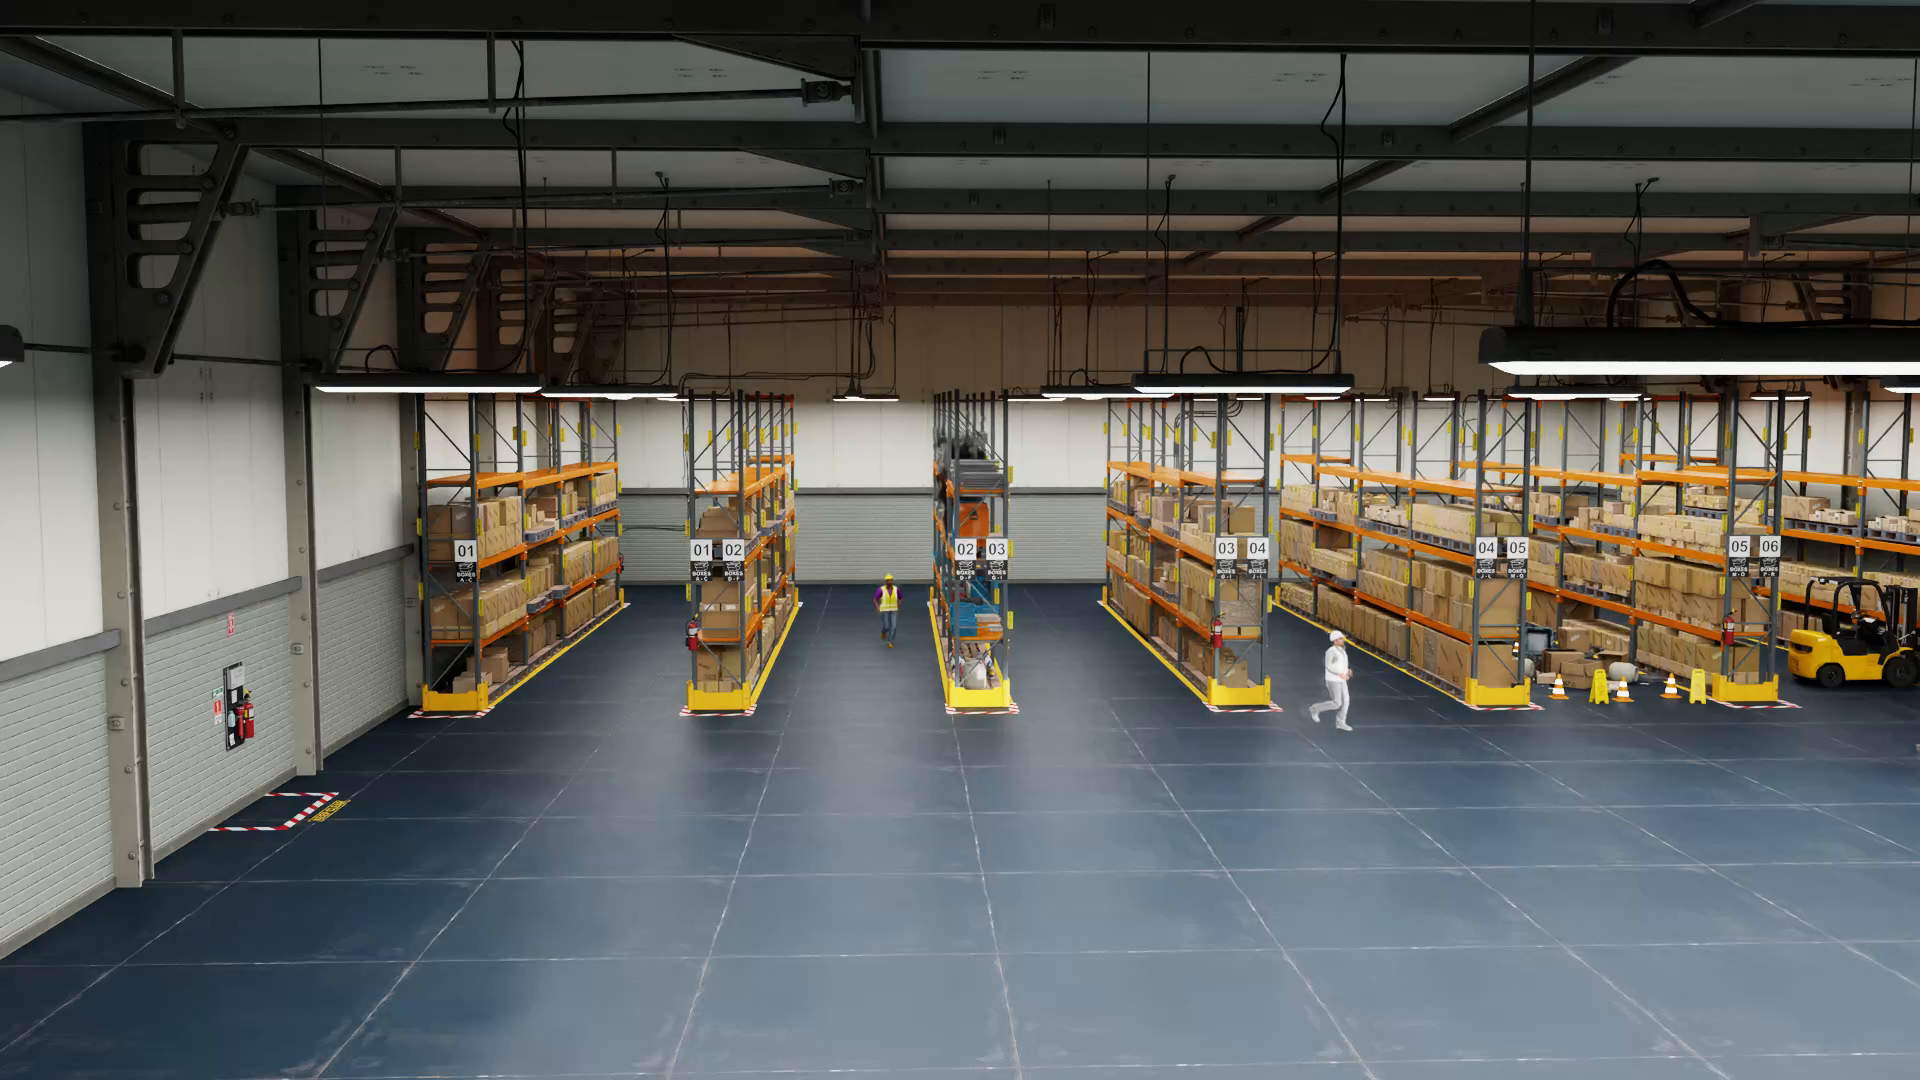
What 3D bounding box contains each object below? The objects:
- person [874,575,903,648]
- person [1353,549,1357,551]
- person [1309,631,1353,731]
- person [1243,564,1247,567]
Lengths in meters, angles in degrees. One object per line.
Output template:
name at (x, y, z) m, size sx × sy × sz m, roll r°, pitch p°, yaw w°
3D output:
person at (-1.670, 1.672, 39.201) m, size 0.702 × 1.721 × 0.589 m, roll -1°, pitch 5°, yaw -15°
person at (11.265, 1.156, 47.375) m, size 0.622 × 1.470 × 0.860 m, roll -2°, pitch 5°, yaw -18°
person at (6.599, 2.469, 29.381) m, size 0.758 × 1.764 × 0.668 m, roll 3°, pitch 6°, yaw 34°
person at (8.391, 0.919, 48.275) m, size 0.625 × 1.713 × 0.673 m, roll -4°, pitch 6°, yaw -40°
